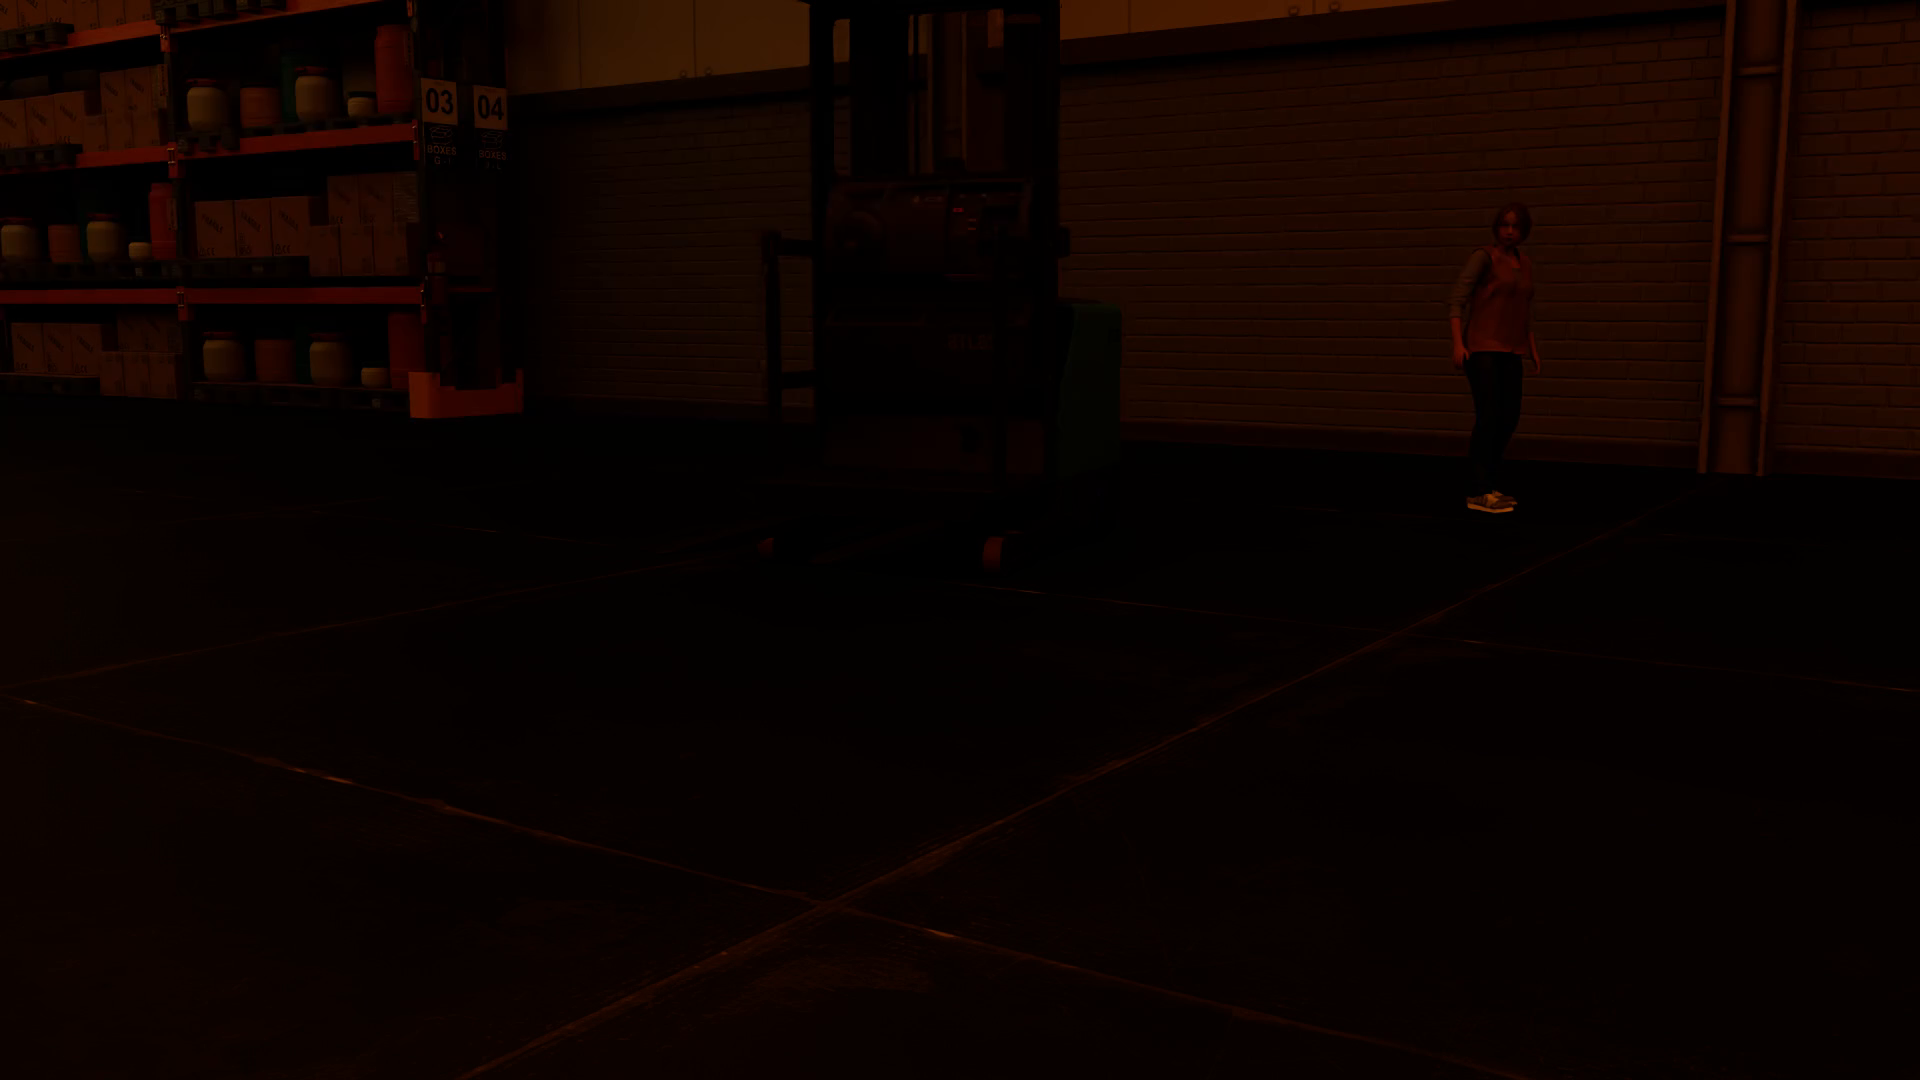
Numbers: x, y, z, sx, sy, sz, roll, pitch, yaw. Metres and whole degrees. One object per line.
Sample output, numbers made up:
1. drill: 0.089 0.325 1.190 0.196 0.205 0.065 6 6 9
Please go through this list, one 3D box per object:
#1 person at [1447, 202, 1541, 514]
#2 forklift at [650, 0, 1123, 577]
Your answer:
1. person: 2.808 -0.946 8.625 0.595 1.590 0.430 -5 10 -32
2. forklift: -0.211 -1.370 6.827 1.130 2.935 3.031 3 9 21
